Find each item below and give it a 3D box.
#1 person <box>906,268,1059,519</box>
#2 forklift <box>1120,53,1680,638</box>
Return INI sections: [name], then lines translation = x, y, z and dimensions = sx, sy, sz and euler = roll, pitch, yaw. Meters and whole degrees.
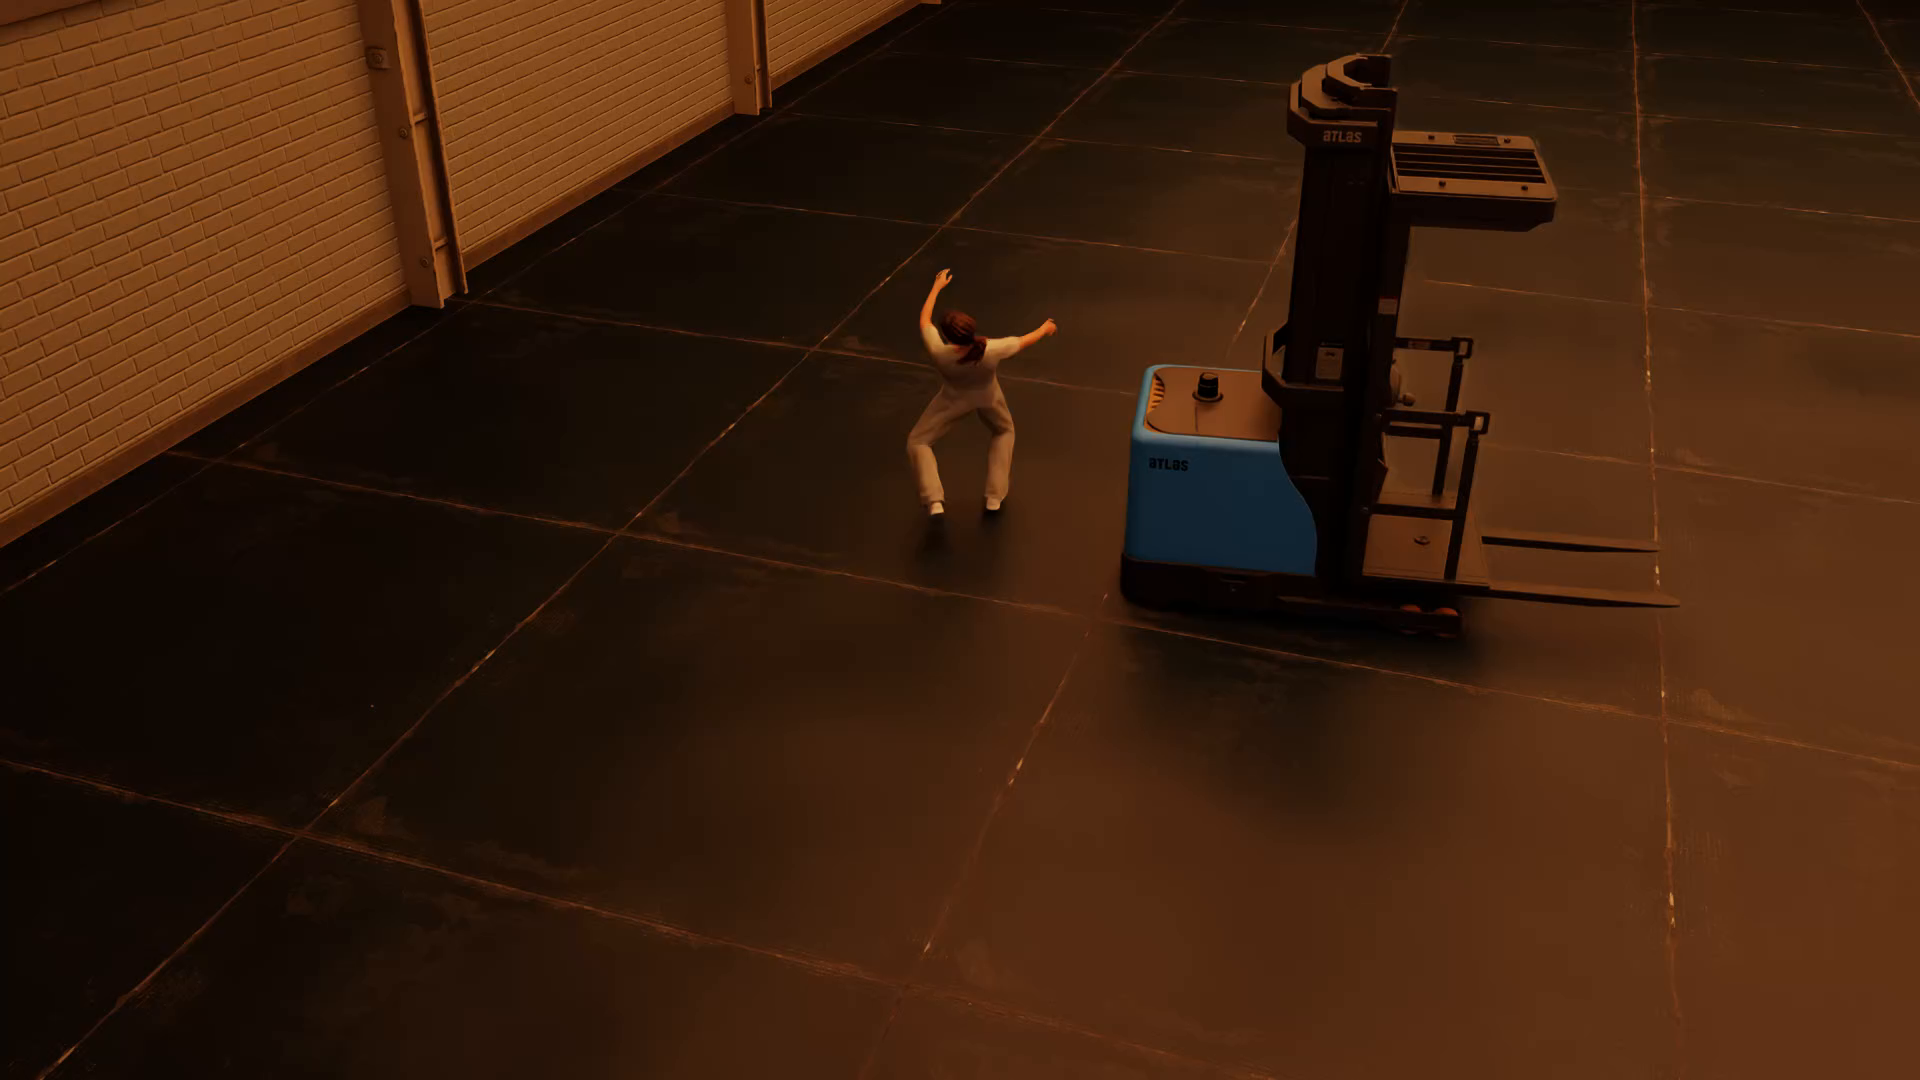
[person]
translation = 0.168, -0.864, 10.108
dimensions = 1.004, 1.467, 0.693
euler = -9, 31, -16
[forklift]
translation = 2.479, -1.019, 8.924
dimensions = 3.031, 2.935, 1.130
euler = 5, 30, 9
